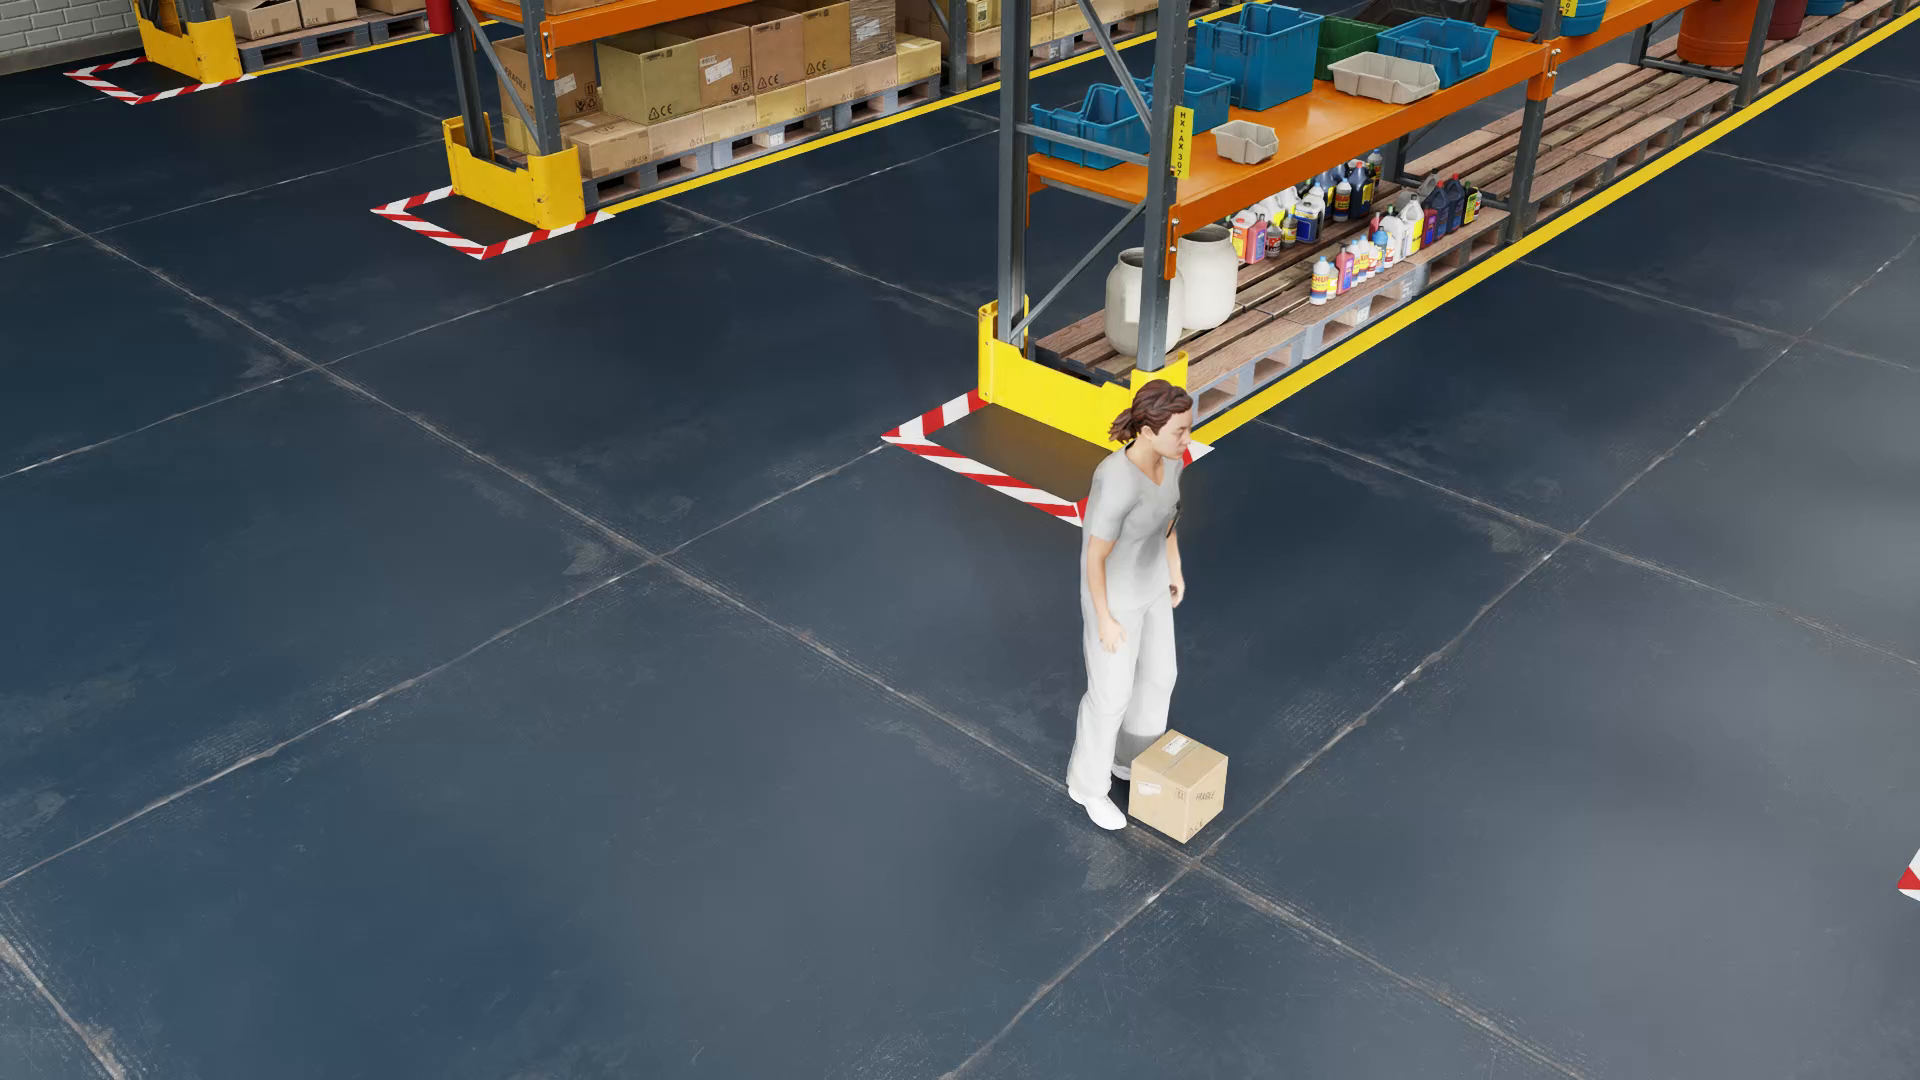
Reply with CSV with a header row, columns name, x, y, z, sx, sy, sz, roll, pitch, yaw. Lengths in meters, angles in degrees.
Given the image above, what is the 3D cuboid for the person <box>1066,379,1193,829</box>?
name,x,y,z,sx,sy,sz,roll,pitch,yaw
person,0.626,0.210,5.792,0.407,1.673,0.511,23,38,33
